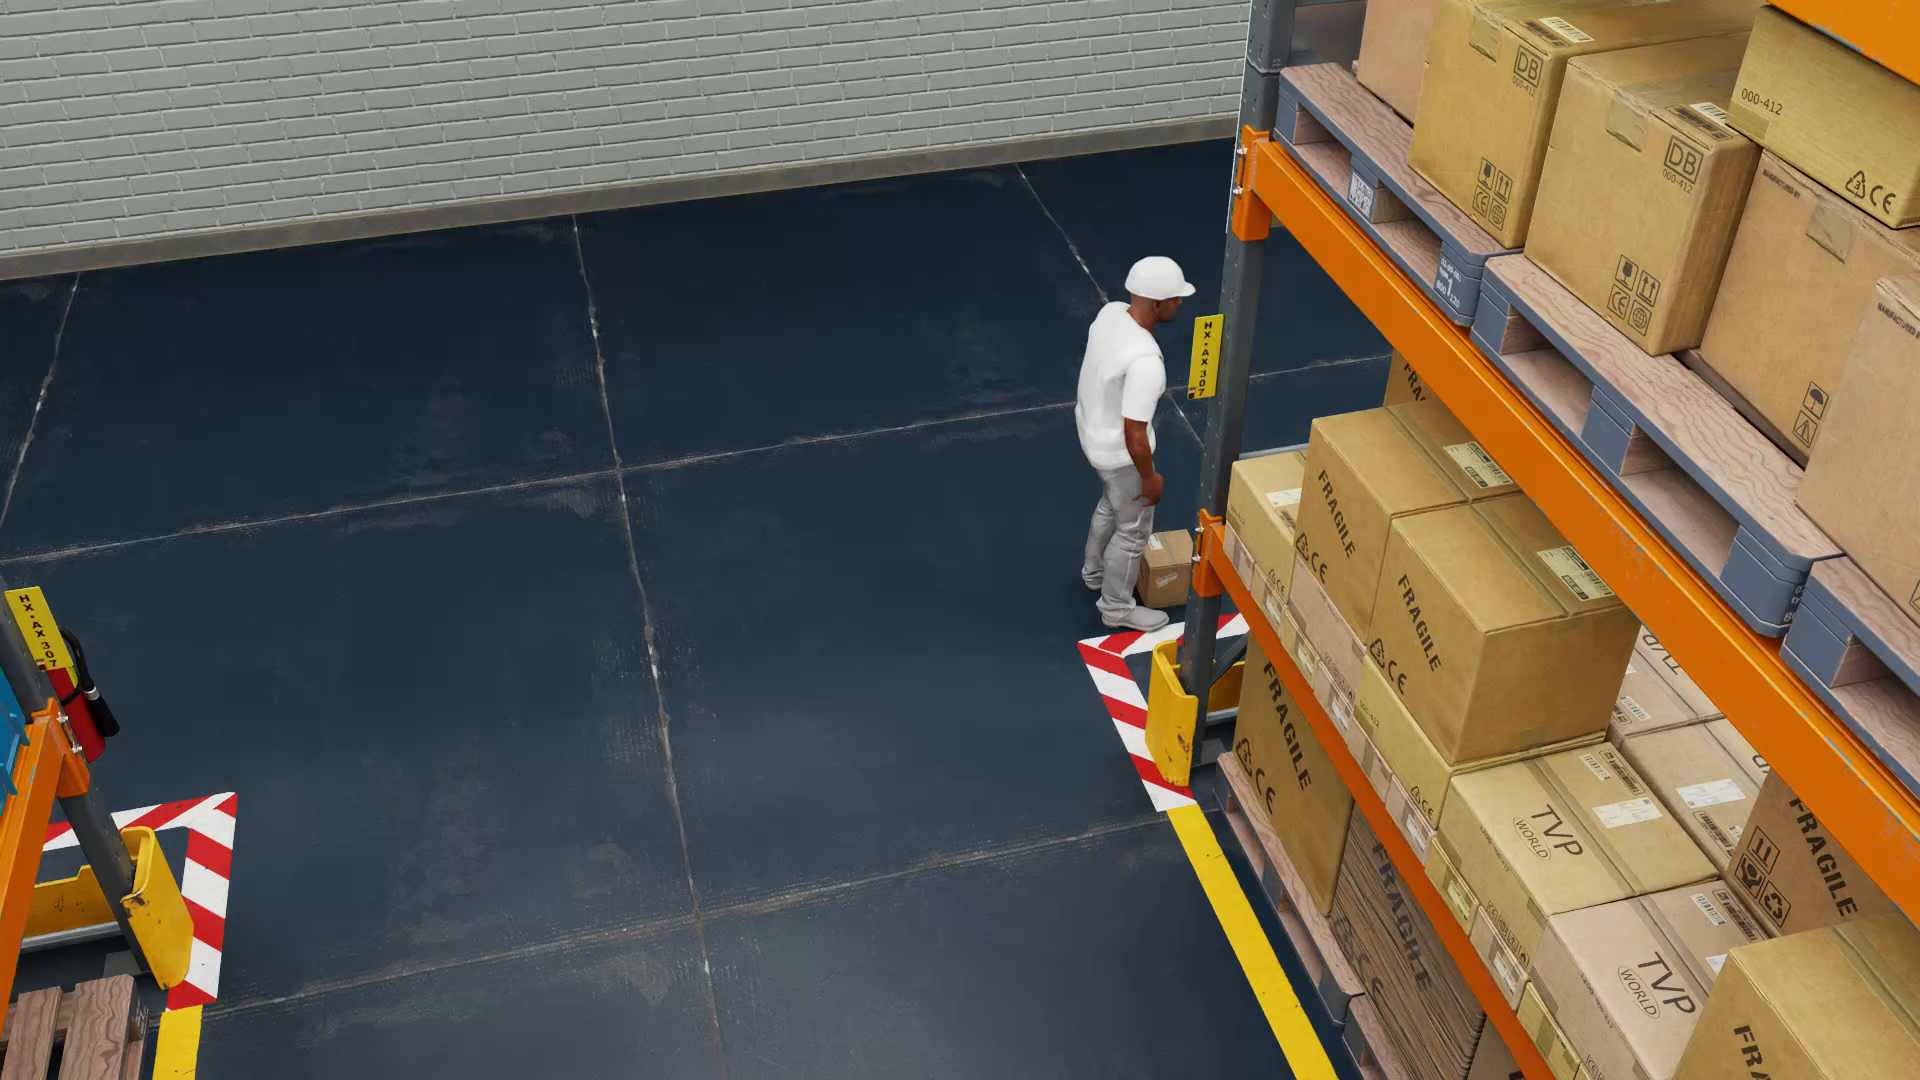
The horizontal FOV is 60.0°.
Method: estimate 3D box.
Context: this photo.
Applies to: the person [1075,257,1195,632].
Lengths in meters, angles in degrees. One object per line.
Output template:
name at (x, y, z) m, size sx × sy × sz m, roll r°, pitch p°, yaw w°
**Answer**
person at (0.741, -0.426, 7.246) m, size 0.456 × 1.761 × 0.627 m, roll -6°, pitch 38°, yaw -7°
